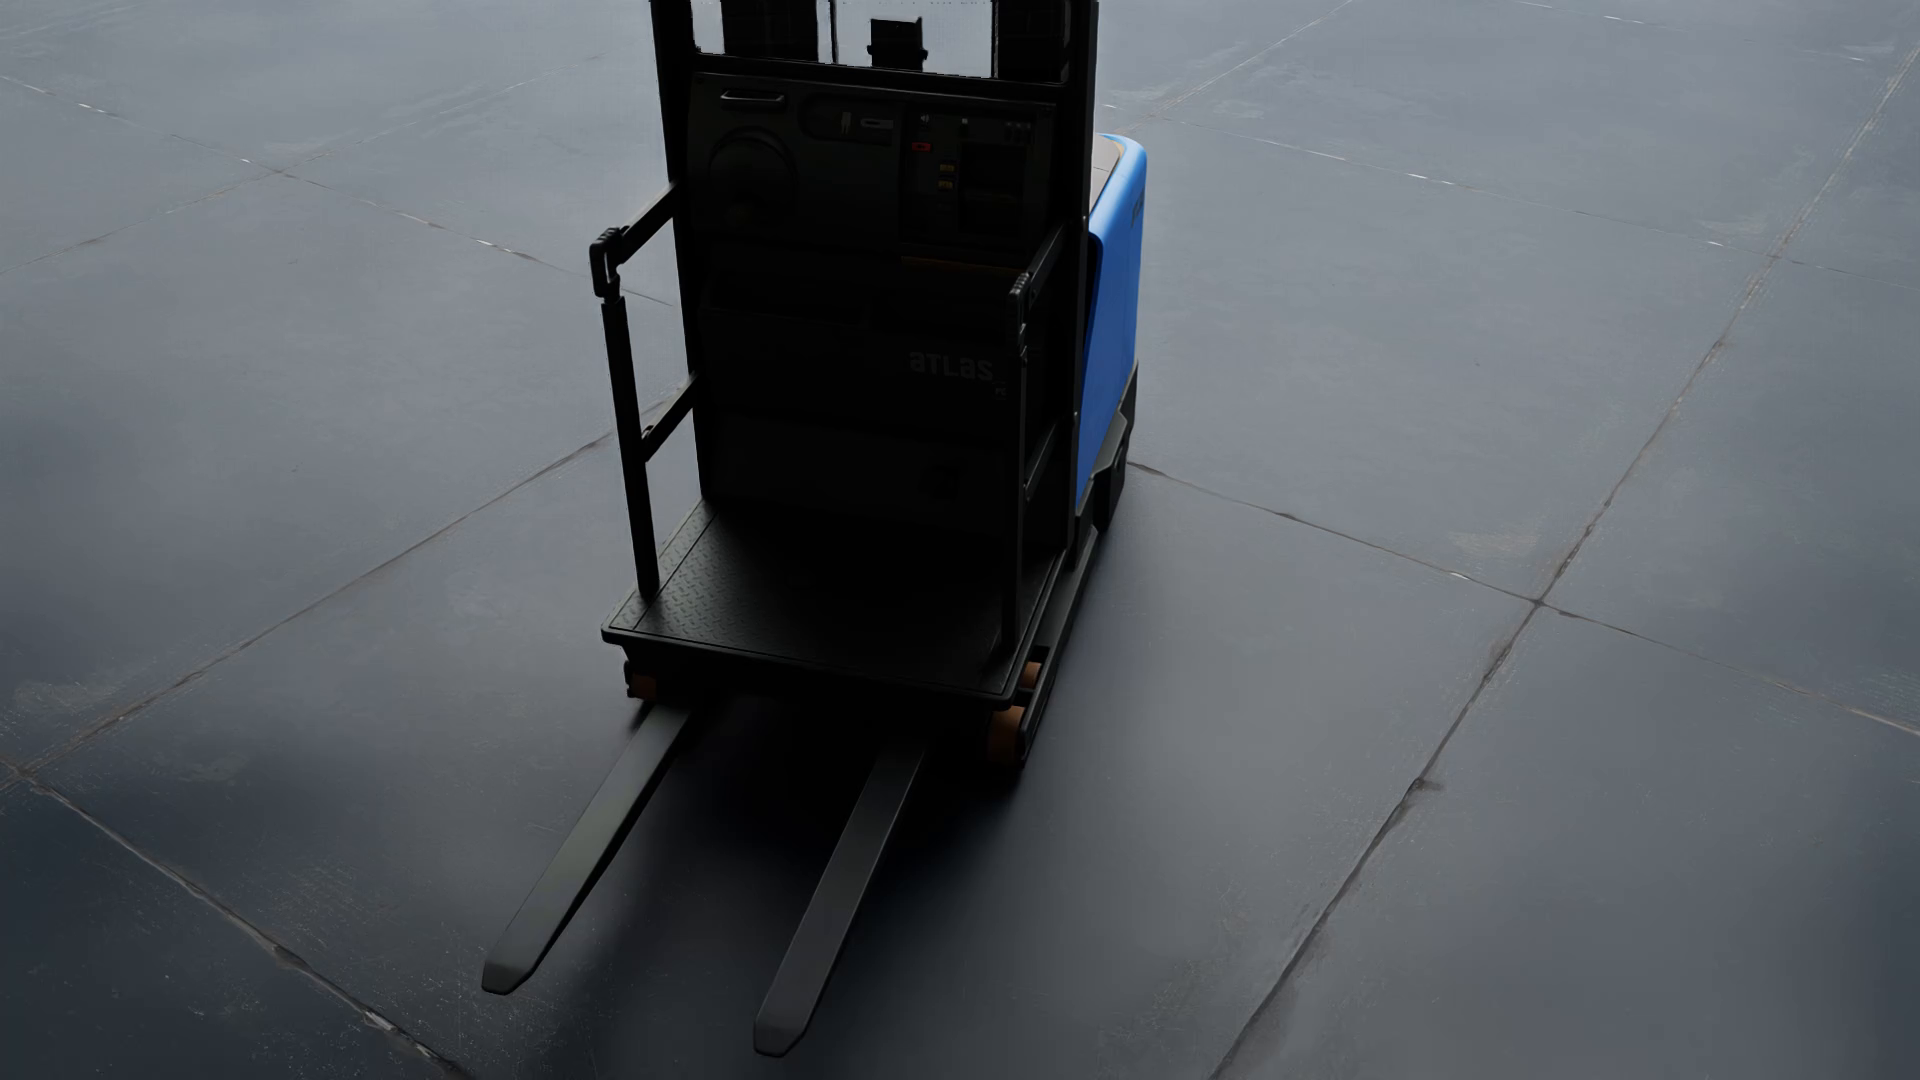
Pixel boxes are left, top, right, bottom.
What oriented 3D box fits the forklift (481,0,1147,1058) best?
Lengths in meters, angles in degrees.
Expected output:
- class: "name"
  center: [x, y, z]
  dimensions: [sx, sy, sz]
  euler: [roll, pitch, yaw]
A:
- class: "forklift"
  center: [-0.281, -0.863, 3.910]
  dimensions: [1.130, 2.935, 3.031]
  euler: [9, 35, 13]
